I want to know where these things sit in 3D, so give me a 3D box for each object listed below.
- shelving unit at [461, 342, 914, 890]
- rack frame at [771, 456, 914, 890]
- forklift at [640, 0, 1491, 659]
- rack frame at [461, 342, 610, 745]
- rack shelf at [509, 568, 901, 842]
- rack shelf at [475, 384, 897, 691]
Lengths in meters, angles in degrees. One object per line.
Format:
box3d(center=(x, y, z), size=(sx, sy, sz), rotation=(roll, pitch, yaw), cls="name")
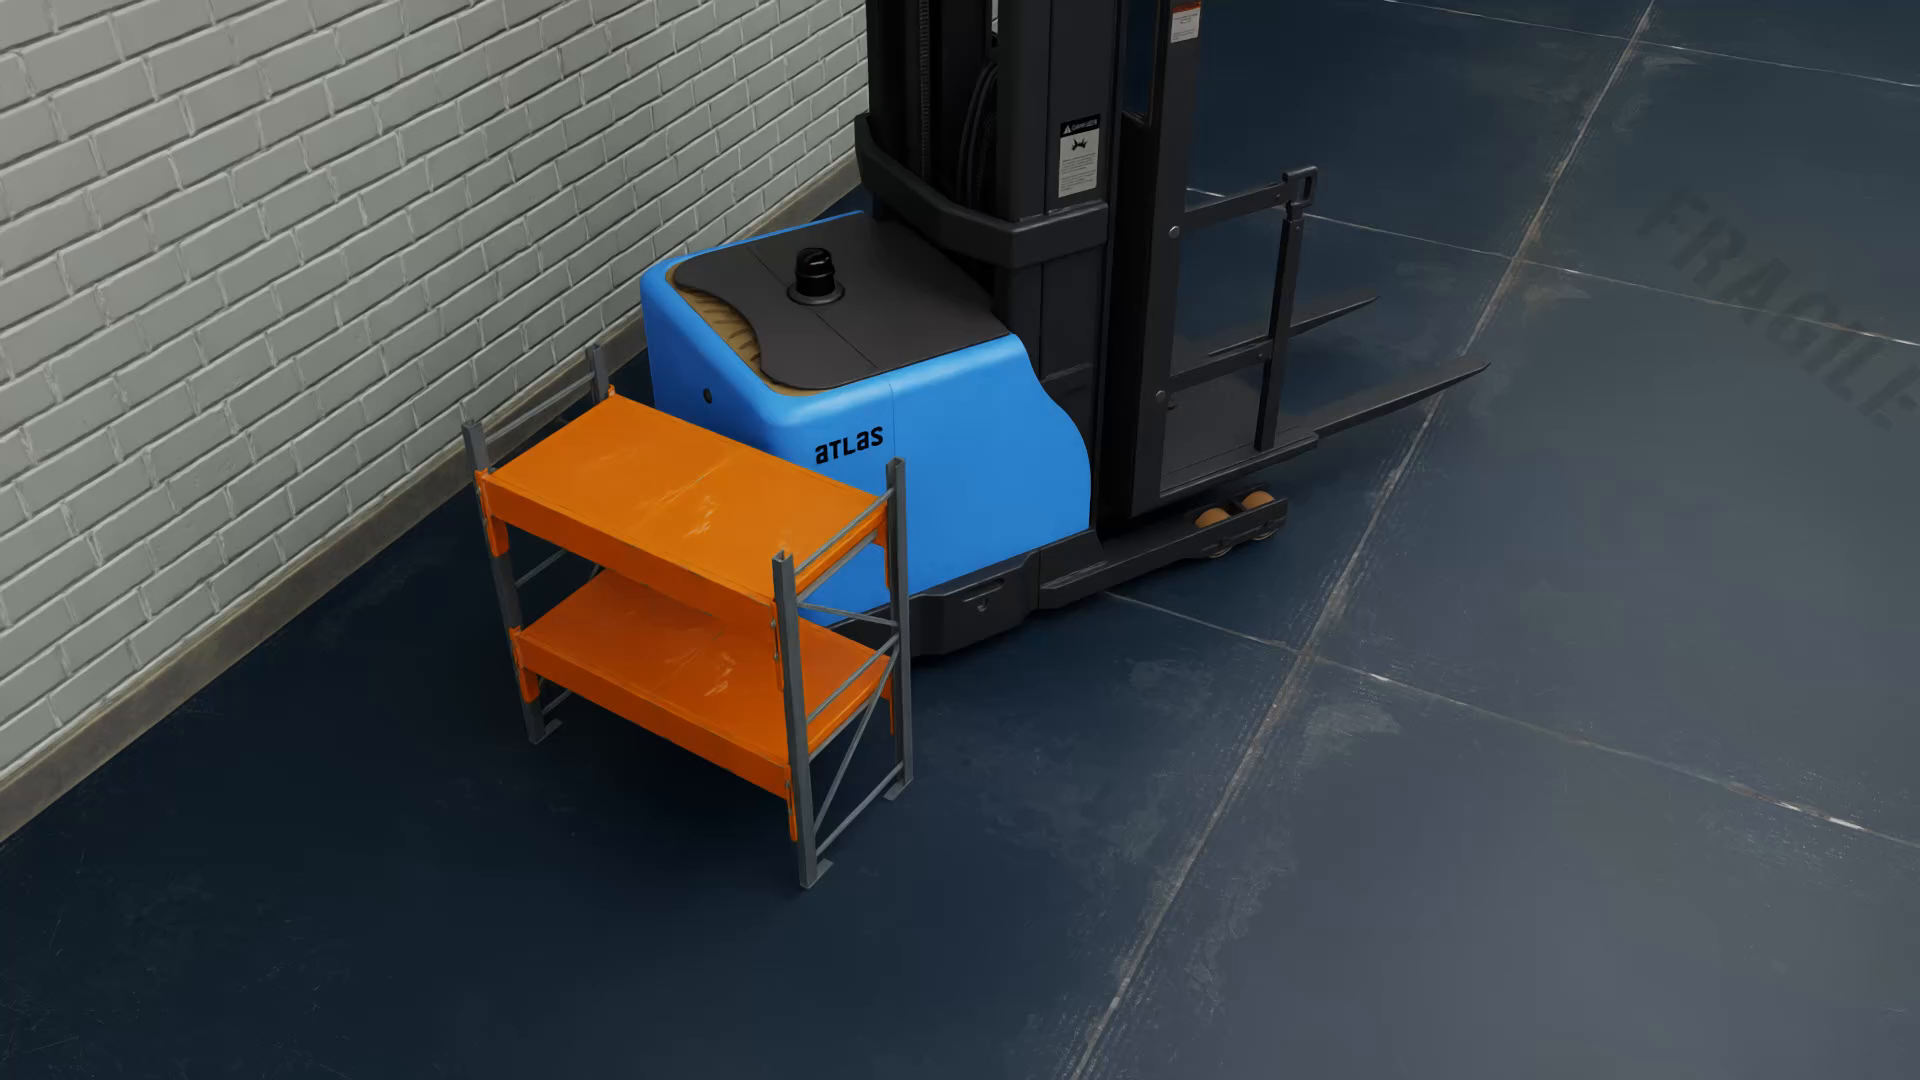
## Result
box3d(center=(-0.710, 0.200, 4.556), size=(1.048, 1.125, 0.538), rotation=(22, 42, 26), cls="shelving unit")
box3d(center=(-0.286, 0.368, 4.334), size=(0.032, 1.125, 0.500), rotation=(22, 42, 26), cls="rack frame")
box3d(center=(0.534, -1.361, 5.119), size=(3.031, 2.935, 1.130), rotation=(-20, 42, -24), cls="forklift")
box3d(center=(-1.135, 0.031, 4.779), size=(0.032, 1.125, 0.500), rotation=(22, 42, 26), cls="rack frame")
box3d(center=(-0.710, 0.394, 4.704), size=(1.000, 0.278, 0.538), rotation=(22, 42, 26), cls="rack shelf")
box3d(center=(-0.711, -0.033, 4.379), size=(1.000, 0.278, 0.538), rotation=(22, 42, 26), cls="rack shelf")
